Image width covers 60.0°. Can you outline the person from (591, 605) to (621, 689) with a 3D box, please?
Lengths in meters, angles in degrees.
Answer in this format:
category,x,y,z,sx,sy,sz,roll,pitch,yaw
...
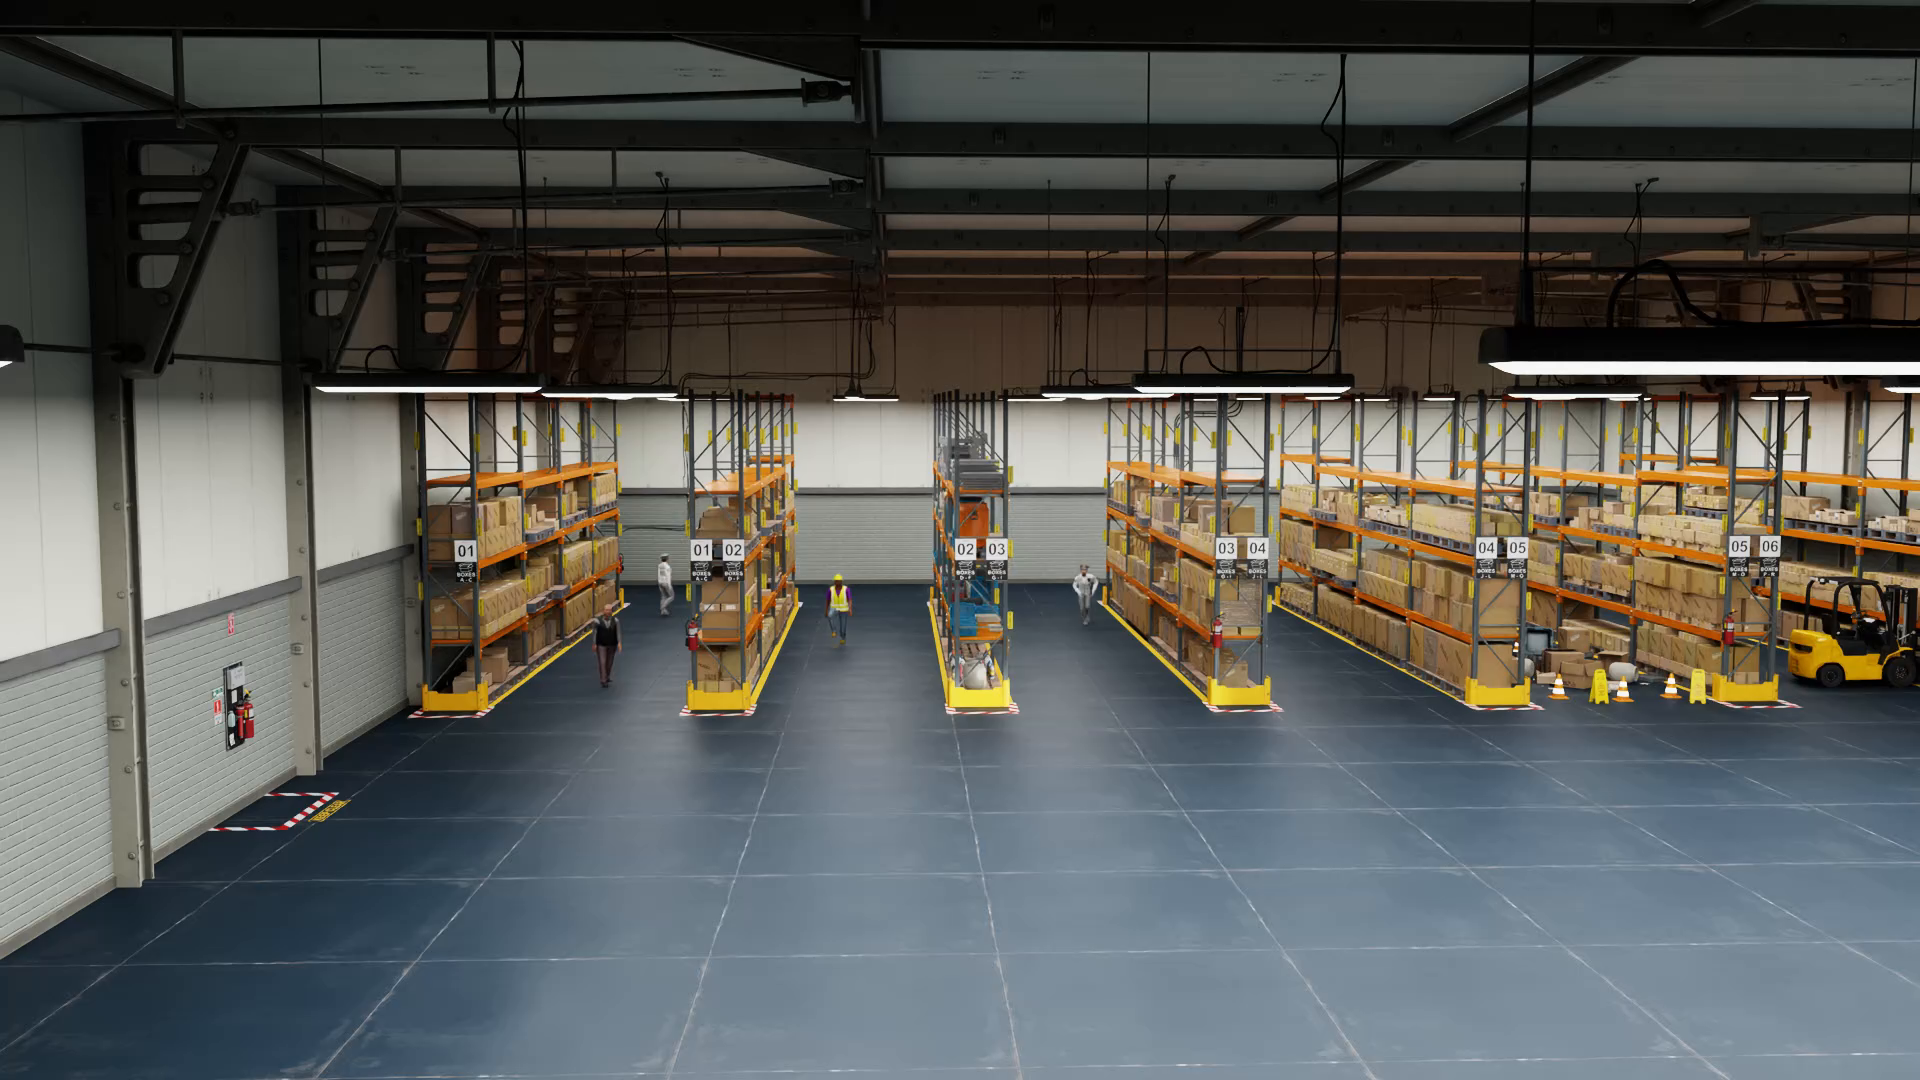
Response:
category,x,y,z,sx,sy,sz,roll,pitch,yaw
person,-7.148,2.135,33.663,0.568,1.669,1.068,-2,5,-27

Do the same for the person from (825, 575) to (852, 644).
category,x,y,z,sx,sy,sz,roll,pitch,yaw
person,-2.856,1.654,39.087,0.664,1.680,1.090,0,5,0

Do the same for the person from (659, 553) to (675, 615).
category,x,y,z,sx,sy,sz,roll,pitch,yaw
person,-8.033,1.207,45.133,0.448,1.677,0.514,-4,6,-43

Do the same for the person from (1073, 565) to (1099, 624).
category,x,y,z,sx,sy,sz,roll,pitch,yaw
person,3.265,1.410,43.149,0.650,1.602,0.695,1,5,11

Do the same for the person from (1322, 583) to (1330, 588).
category,x,y,z,sx,sy,sz,roll,pitch,yaw
person,11.708,0.610,52.032,1.137,1.731,0.576,-2,5,-19
